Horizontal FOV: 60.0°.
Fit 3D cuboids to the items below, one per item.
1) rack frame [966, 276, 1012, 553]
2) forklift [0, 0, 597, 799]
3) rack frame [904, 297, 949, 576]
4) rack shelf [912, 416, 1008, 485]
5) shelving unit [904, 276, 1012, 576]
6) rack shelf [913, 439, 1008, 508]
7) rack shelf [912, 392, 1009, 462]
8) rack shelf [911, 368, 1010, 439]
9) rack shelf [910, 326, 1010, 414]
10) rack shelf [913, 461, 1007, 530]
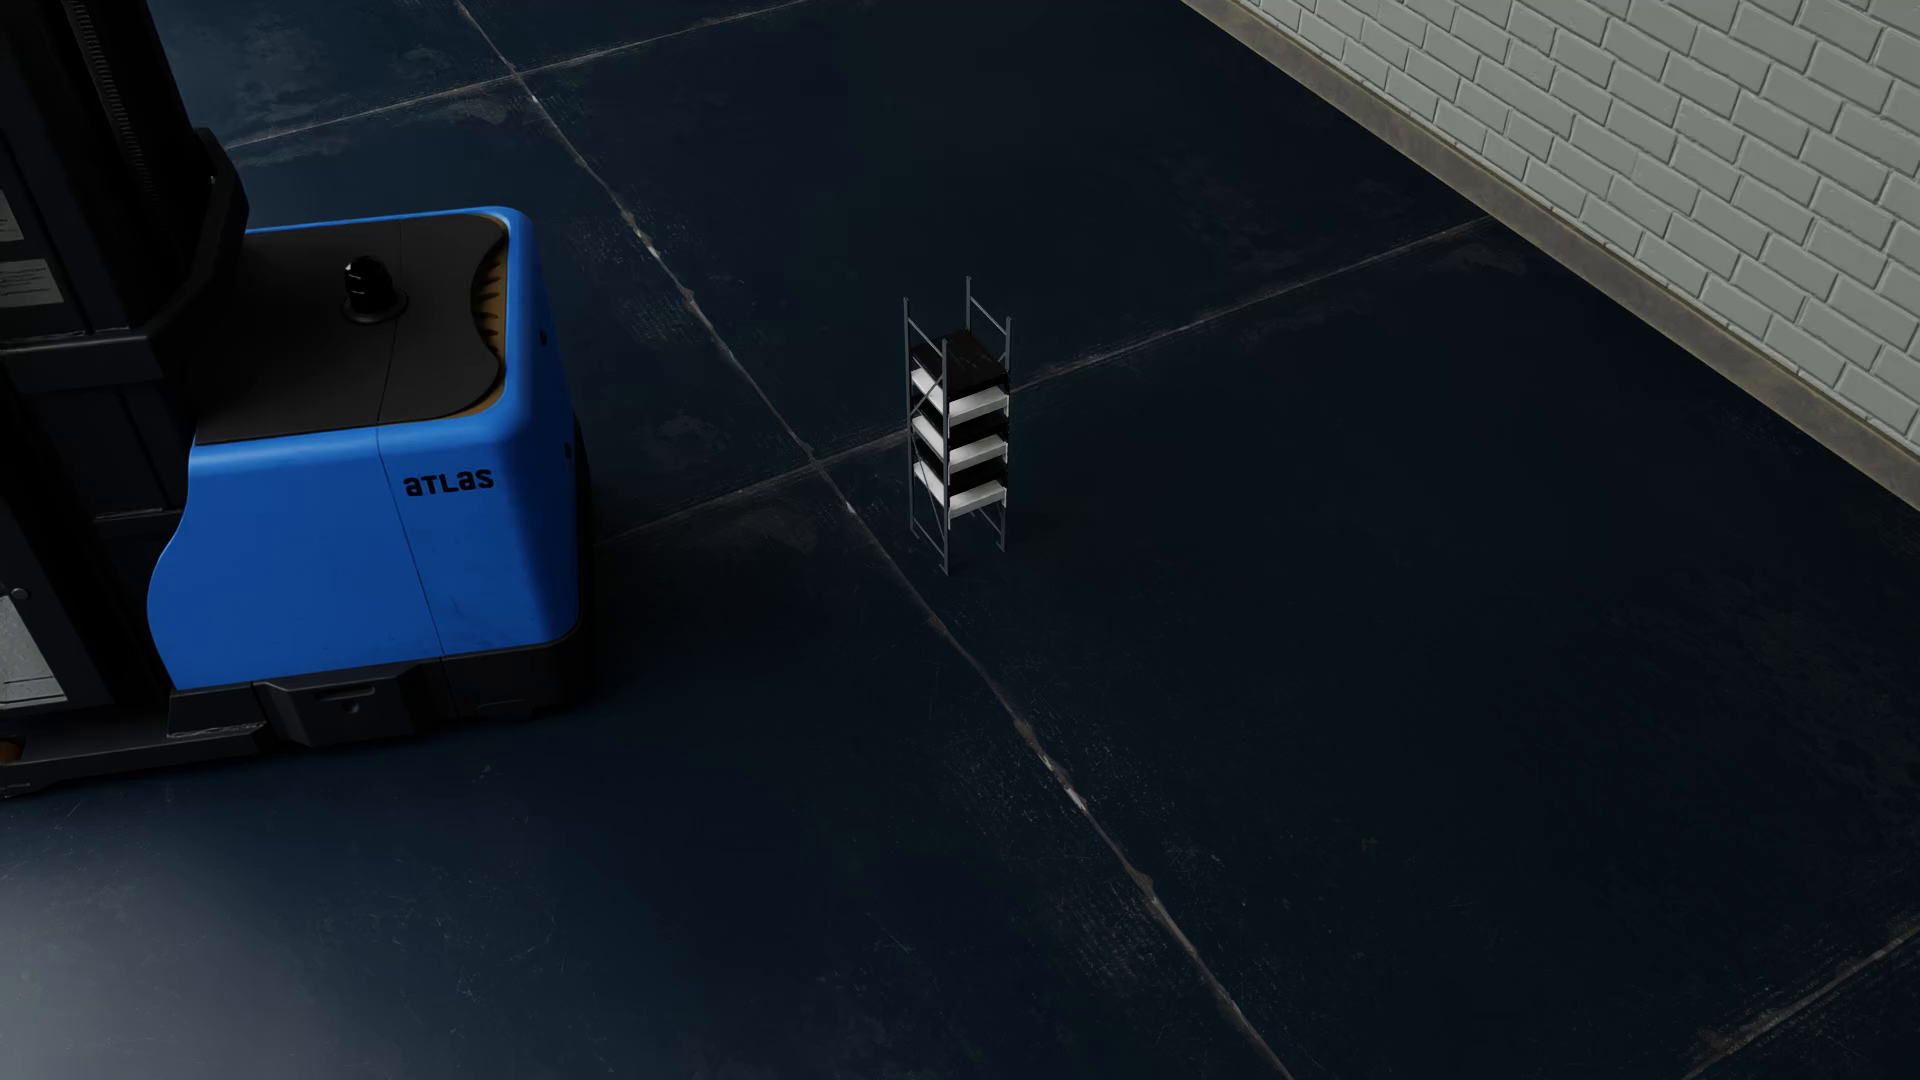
[{"bbox_3d":[0.081,-0.355,4.970,0.006,0.900,0.240,-22,48,-21],"label":"rack frame"},{"bbox_3d":[-2.605,-0.725,3.892,3.031,2.935,1.130,-7,45,-7],"label":"forklift"},{"bbox_3d":[-0.095,-0.285,4.897,0.006,0.900,0.240,-22,48,-21],"label":"rack frame"},{"bbox_3d":[-0.007,-0.296,4.957,0.200,0.077,0.258,-22,48,-21],"label":"rack shelf"},{"bbox_3d":[-0.007,-0.320,4.934,0.210,0.900,0.258,-22,48,-21],"label":"shelving unit"},{"bbox_3d":[-0.007,-0.232,5.020,0.200,0.077,0.258,-22,48,-21],"label":"rack shelf"},{"bbox_3d":[-0.007,-0.361,4.894,0.200,0.077,0.258,-22,48,-21],"label":"rack shelf"},{"bbox_3d":[-0.007,-0.425,4.832,0.200,0.077,0.258,-22,48,-21],"label":"rack shelf"},{"bbox_3d":[-0.007,-0.490,4.769,0.200,0.077,0.258,-22,48,-21],"label":"rack shelf"},{"bbox_3d":[-0.007,-0.167,5.082,0.200,0.077,0.258,-22,48,-21],"label":"rack shelf"}]
